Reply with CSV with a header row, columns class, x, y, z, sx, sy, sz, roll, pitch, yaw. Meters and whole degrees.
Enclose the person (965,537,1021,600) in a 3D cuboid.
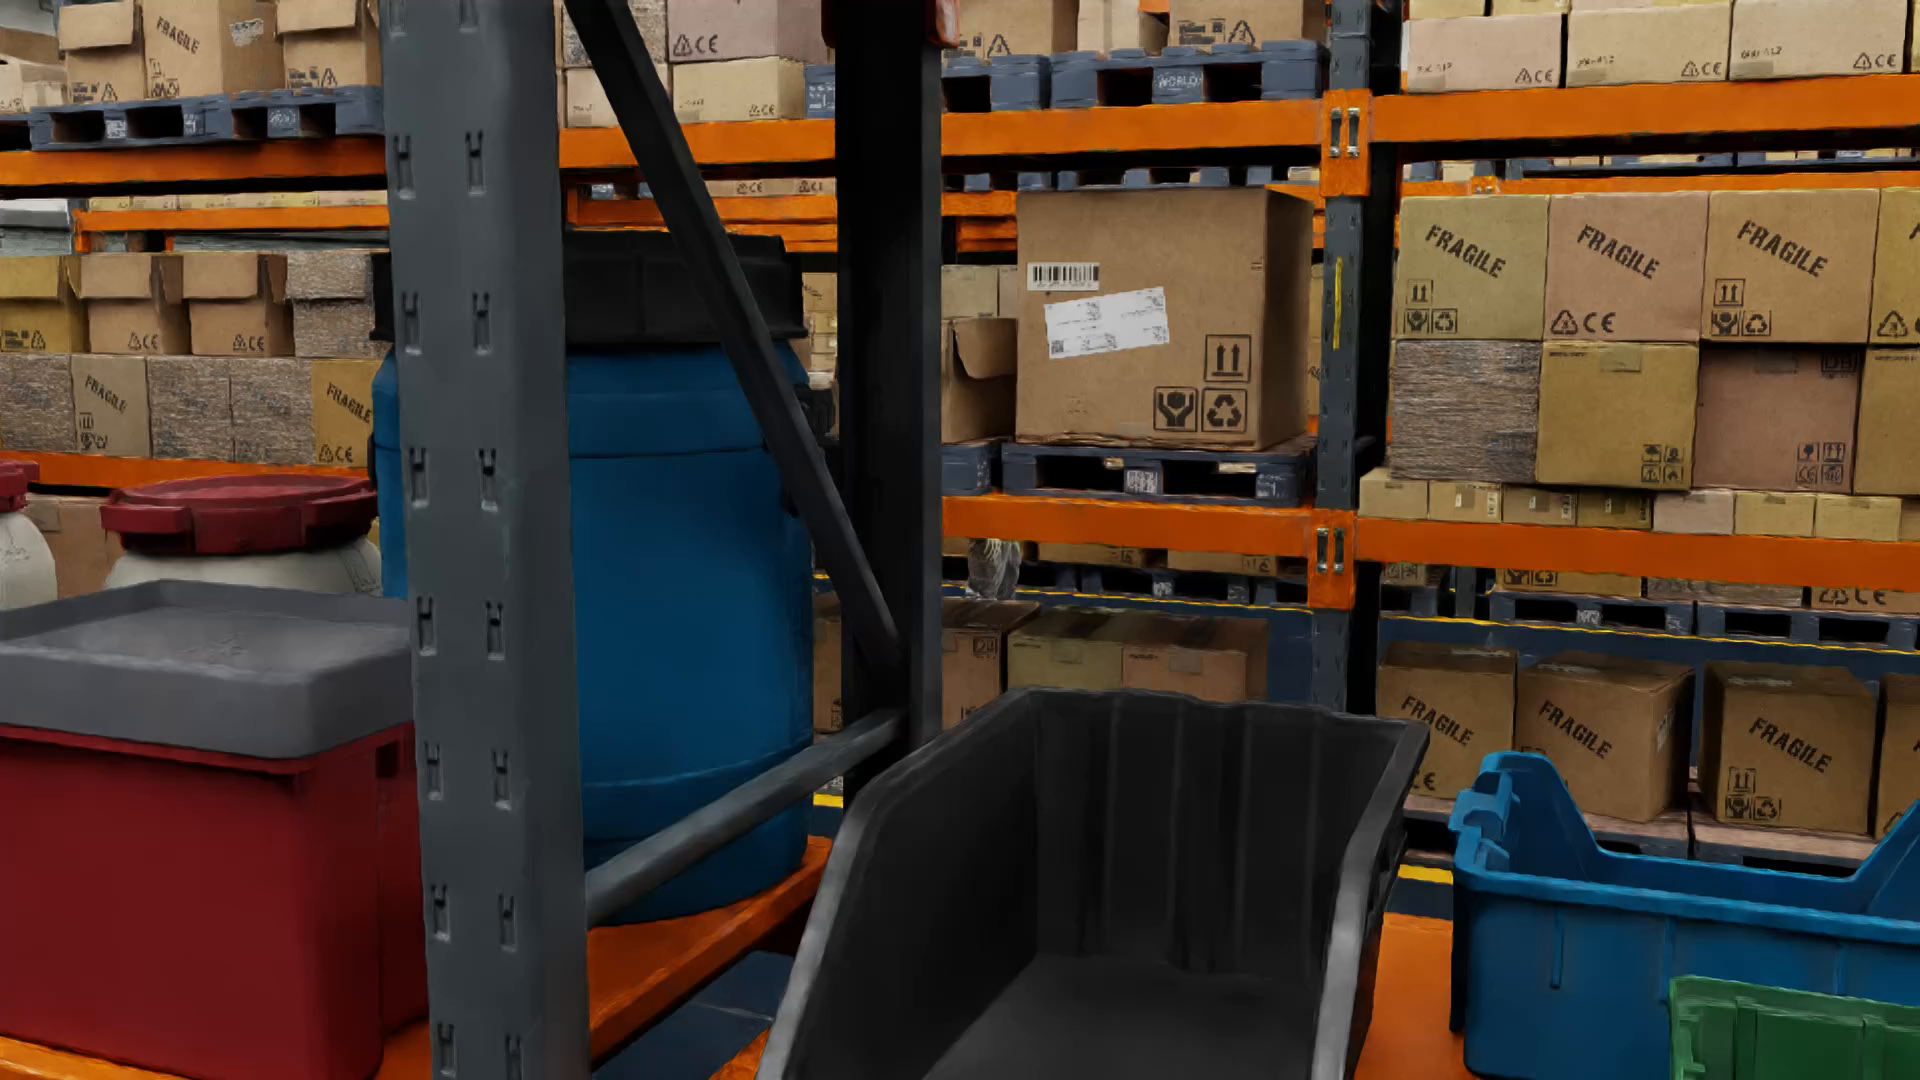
class,x,y,z,sx,sy,sz,roll,pitch,yaw
person,0.227,-0.109,8.867,0.523,1.780,0.693,0,9,2
